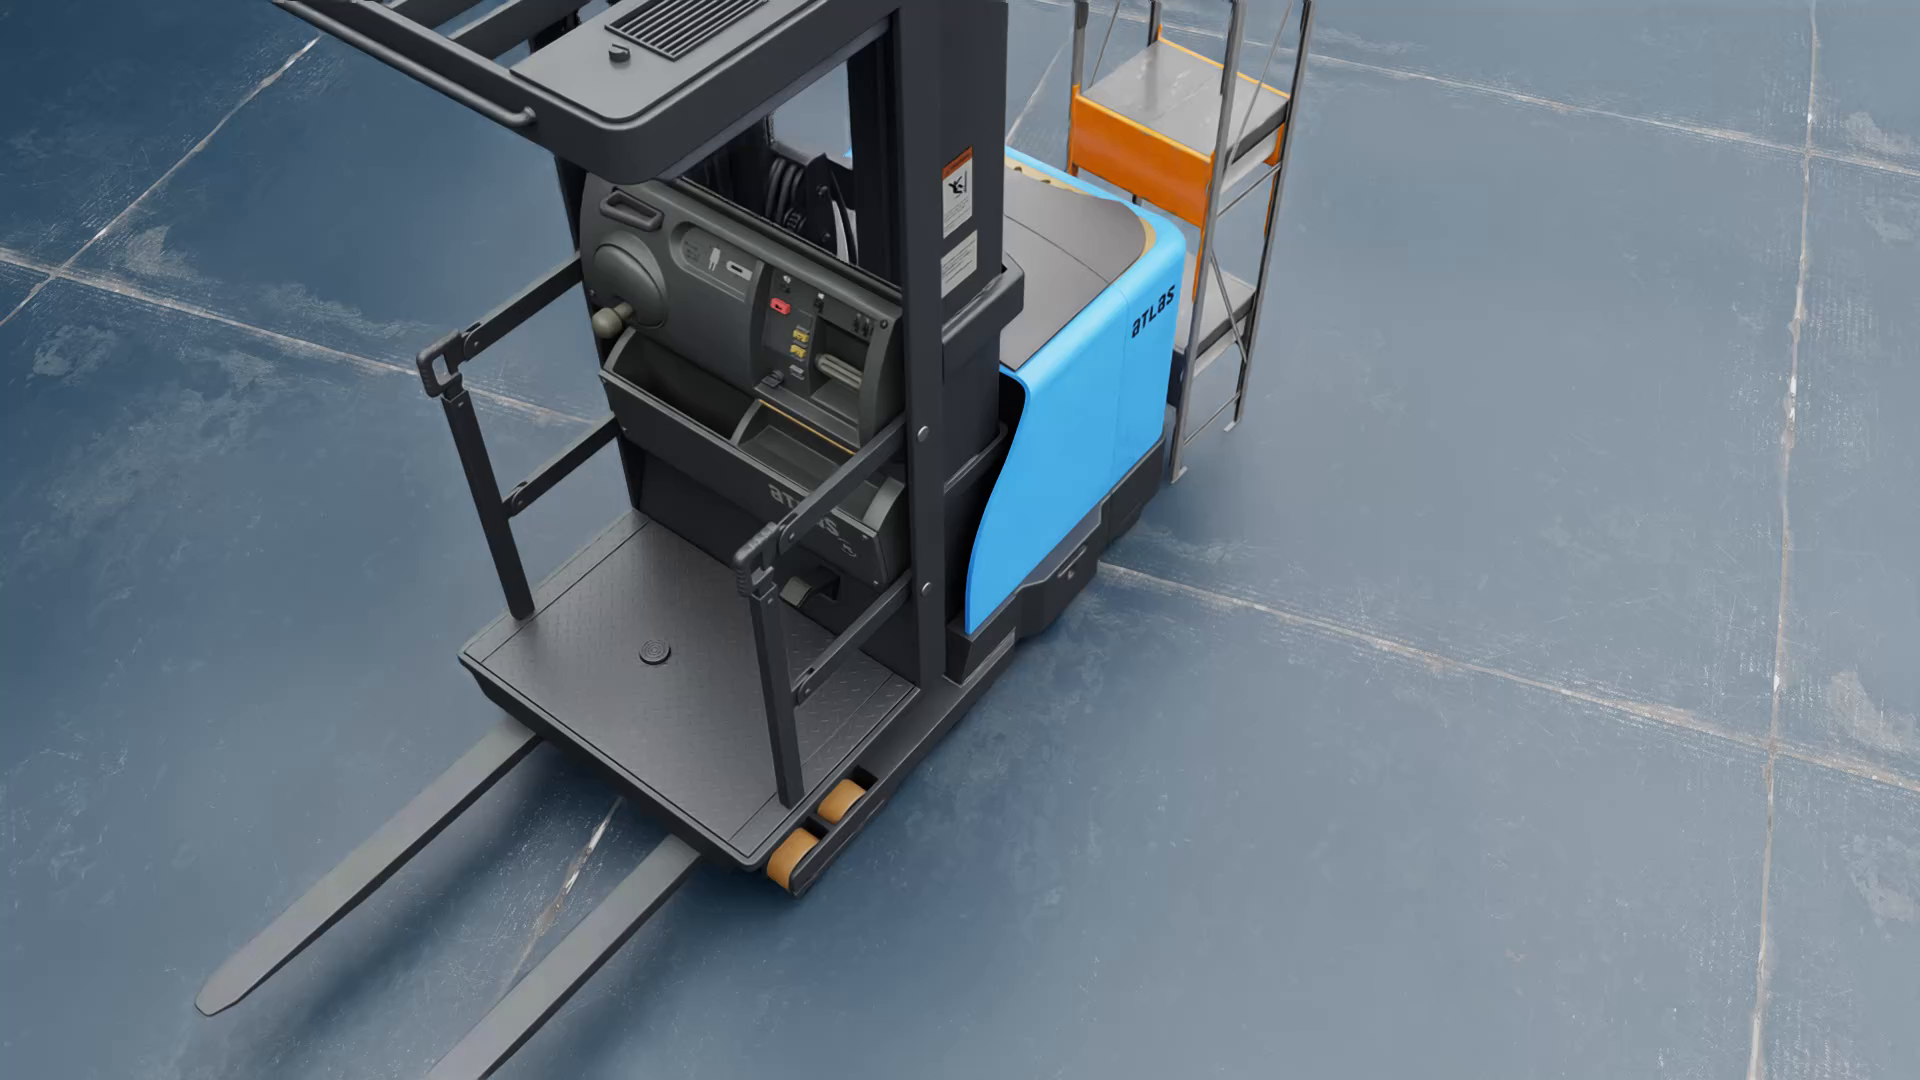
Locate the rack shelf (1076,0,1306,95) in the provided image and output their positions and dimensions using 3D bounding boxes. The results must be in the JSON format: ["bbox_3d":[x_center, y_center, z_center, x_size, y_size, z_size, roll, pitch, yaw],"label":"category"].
[{"bbox_3d":[0.629,-1.553,4.298,0.480,0.518,0.431,33,57,25],"label":"rack shelf"}]

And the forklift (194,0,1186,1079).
[{"bbox_3d":[-0.655,-0.456,3.705,1.130,2.935,3.031,30,56,24],"label":"forklift"}]

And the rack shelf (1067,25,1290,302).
[{"bbox_3d":[0.629,-1.094,4.827,0.480,0.518,0.431,33,57,25],"label":"rack shelf"}]

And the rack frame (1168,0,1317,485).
[{"bbox_3d":[0.814,-0.983,4.712,0.015,2.100,0.400,33,57,25],"label":"rack frame"}]

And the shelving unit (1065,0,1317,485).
[{"bbox_3d":[0.629,-1.103,4.816,0.503,2.100,0.431,33,57,25],"label":"shelving unit"}]

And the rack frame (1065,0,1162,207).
[{"bbox_3d":[0.444,-1.223,4.921,0.015,2.100,0.400,33,57,25],"label":"rack frame"}]

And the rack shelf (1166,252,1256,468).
[{"bbox_3d":[0.629,-0.636,5.356,0.480,0.518,0.431,33,57,25],"label":"rack shelf"}]
